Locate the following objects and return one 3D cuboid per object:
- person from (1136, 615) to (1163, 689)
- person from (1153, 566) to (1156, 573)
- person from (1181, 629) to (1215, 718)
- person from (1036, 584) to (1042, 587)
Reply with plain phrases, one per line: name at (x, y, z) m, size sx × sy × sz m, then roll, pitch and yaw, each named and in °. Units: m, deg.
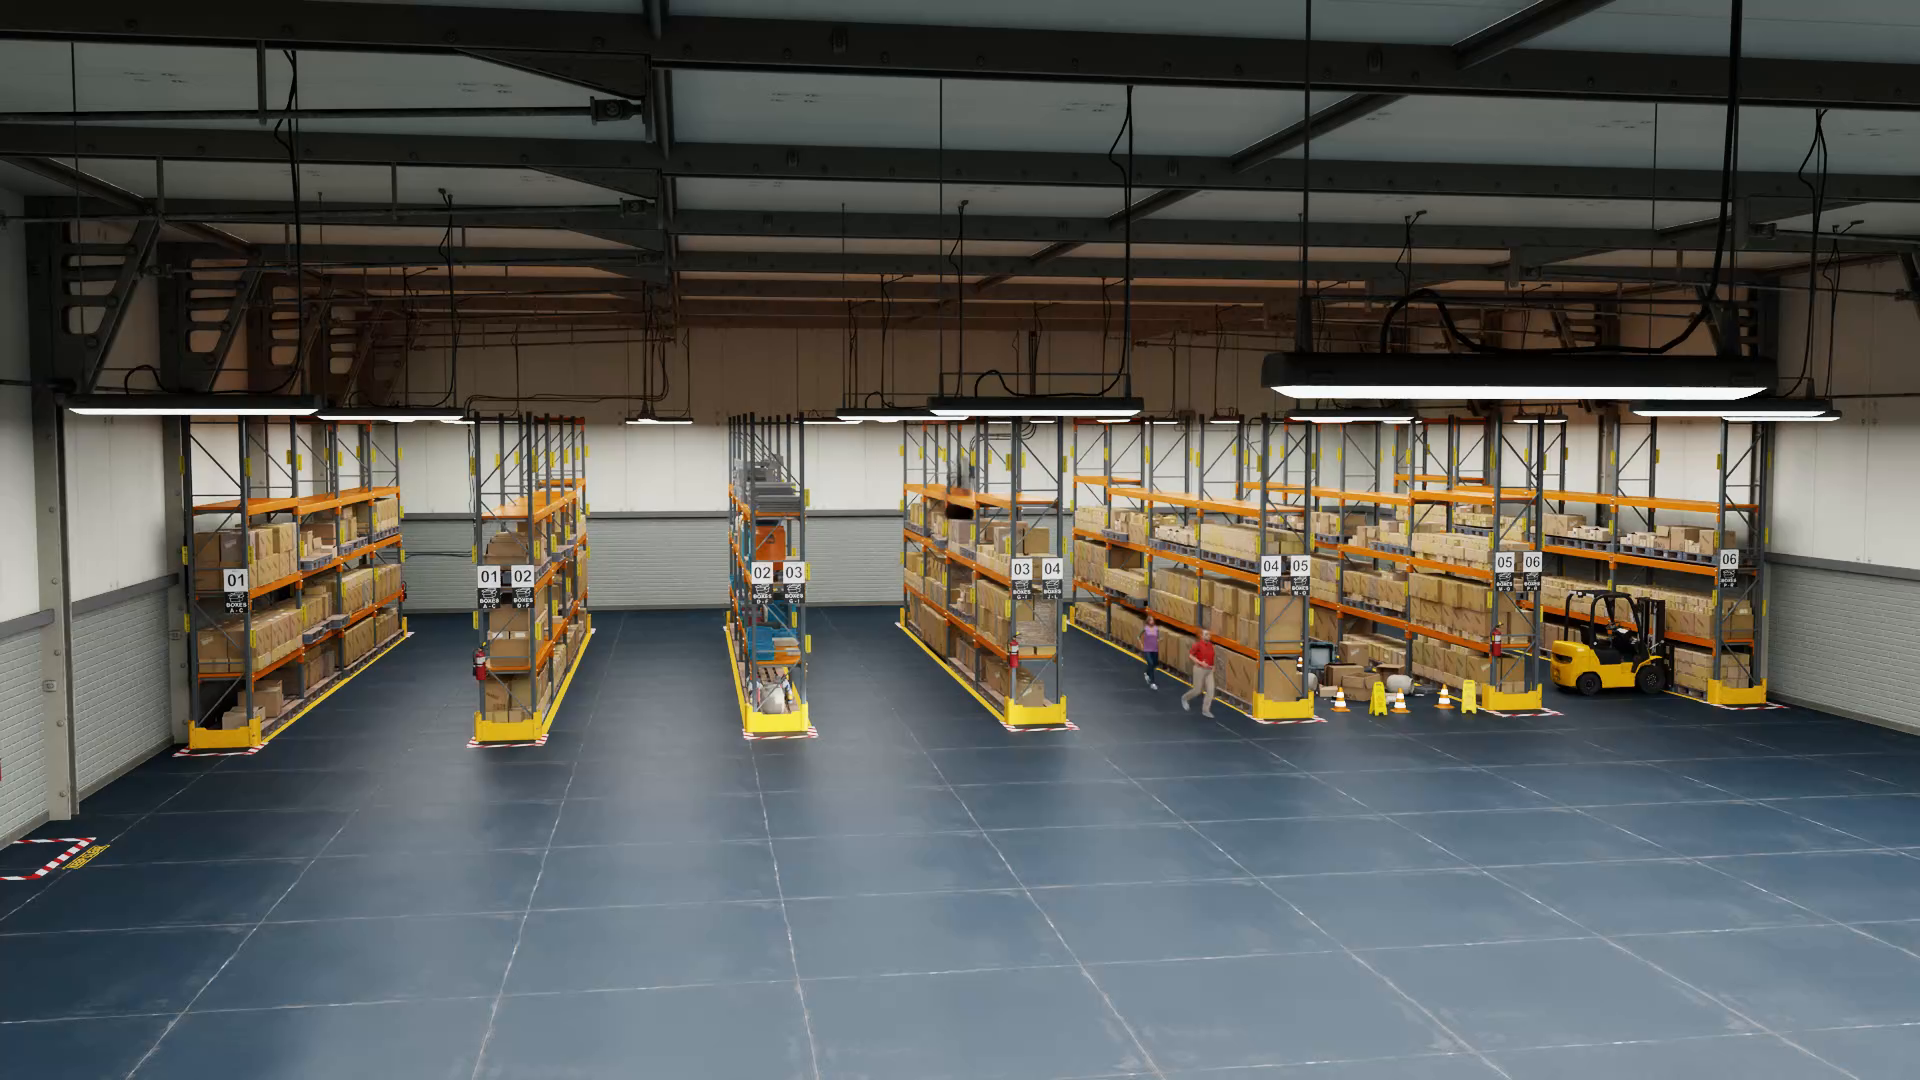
person at (4.170, 2.438, 36.445) m, size 0.543 × 1.576 × 0.877 m, roll -1°, pitch 4°, yaw -15°
person at (5.609, 1.624, 48.124) m, size 0.585 × 1.720 × 0.818 m, roll -1°, pitch 4°, yaw -21°
person at (4.813, 2.633, 33.092) m, size 0.673 × 1.725 × 0.826 m, roll -2°, pitch 5°, yaw -31°
person at (2.075, 1.676, 47.967) m, size 0.705 × 1.617 × 0.817 m, roll 1°, pitch 4°, yaw 17°
